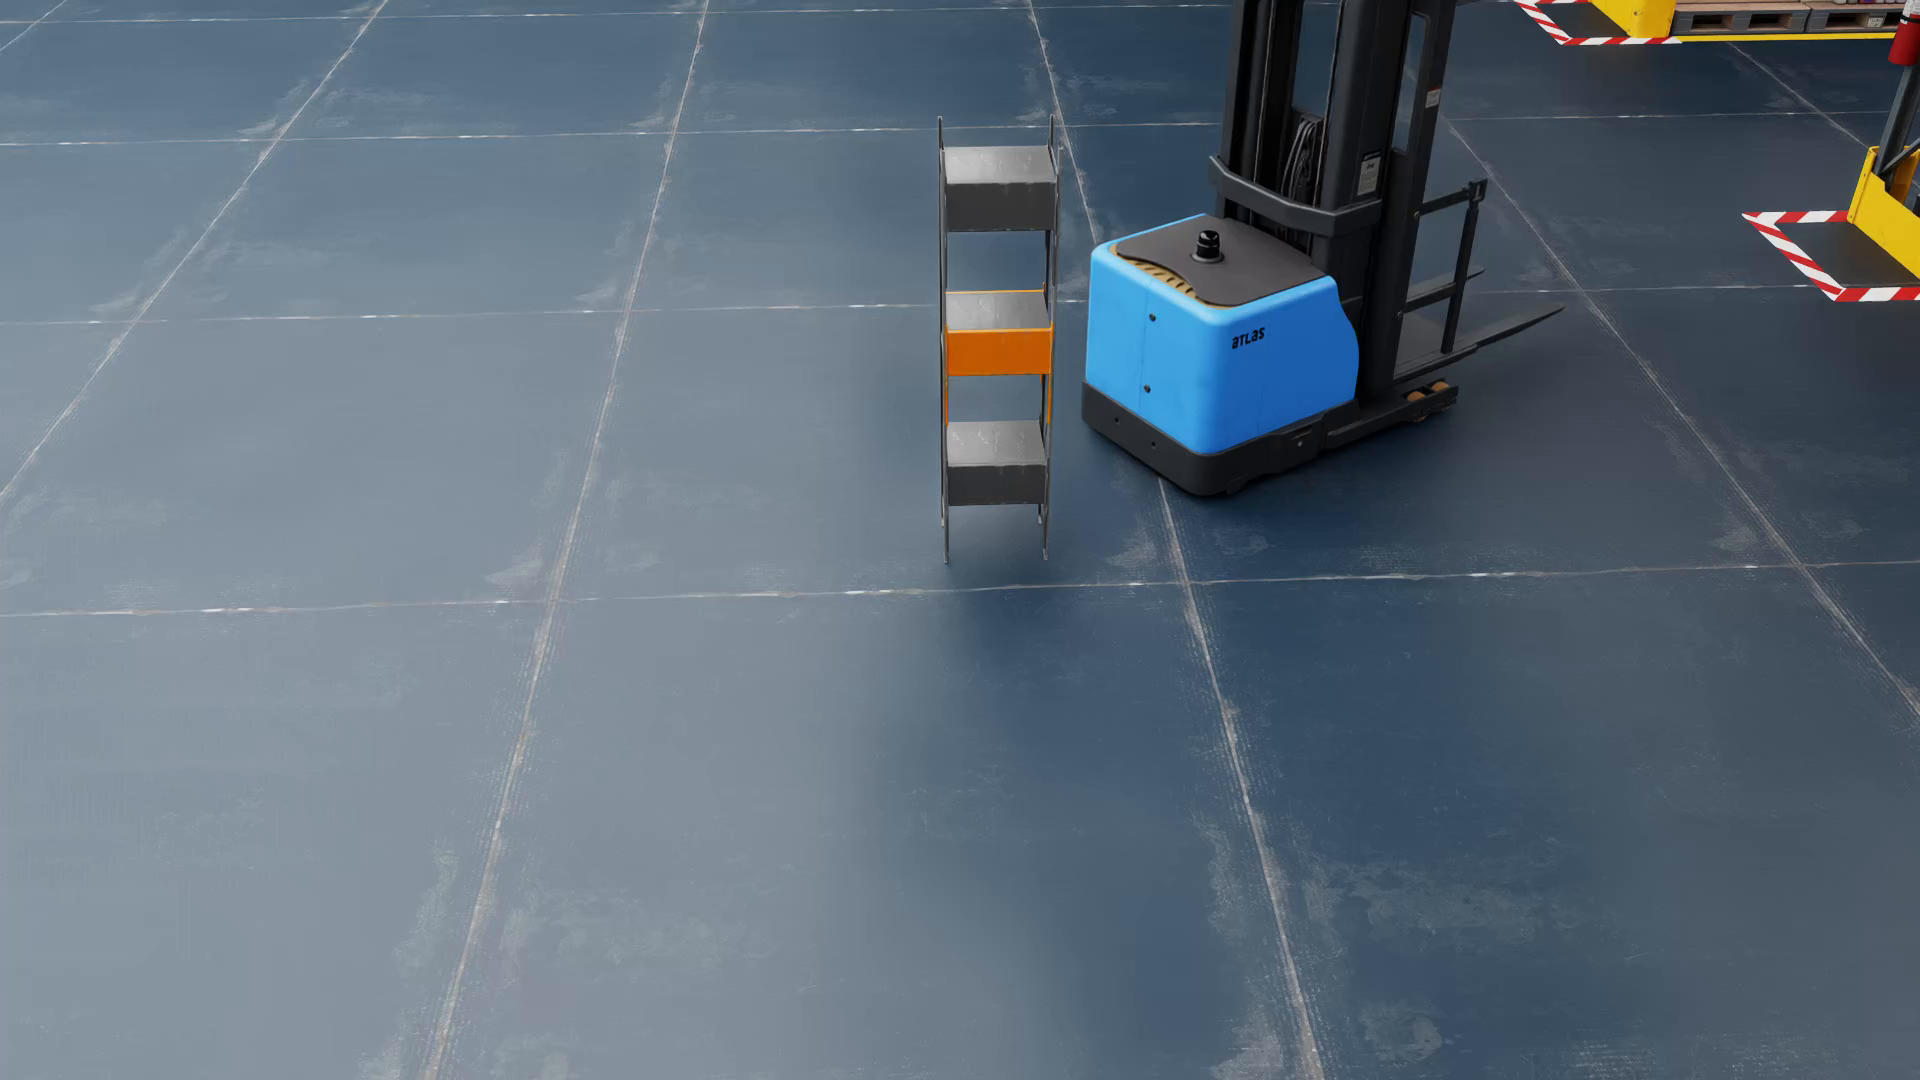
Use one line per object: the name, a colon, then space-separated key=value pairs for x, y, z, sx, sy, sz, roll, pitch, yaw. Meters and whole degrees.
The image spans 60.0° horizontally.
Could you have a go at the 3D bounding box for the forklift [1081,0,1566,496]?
forklift: x=2.163 y=-2.082 z=8.683 sx=3.031 sy=2.935 sz=1.130 roll=-21 pitch=40 yaw=-28

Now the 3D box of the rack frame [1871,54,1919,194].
rack frame: x=6.219 y=-3.139 z=10.150 sx=0.127 sy=3.000 sz=1.000 roll=-2 pitch=35 yaw=-2

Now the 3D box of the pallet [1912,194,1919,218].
pallet: x=7.109 y=-1.996 z=10.949 sx=1.213 sy=0.211 sz=1.003 roll=-2 pitch=35 yaw=-2

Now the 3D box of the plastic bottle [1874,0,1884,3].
plastic bottle: x=8.153 y=-4.895 z=14.697 sx=0.097 sy=0.271 sz=0.097 roll=0 pitch=35 yaw=0

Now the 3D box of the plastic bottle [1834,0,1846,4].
plastic bottle: x=7.811 y=-4.885 z=14.684 sx=0.097 sy=0.271 sz=0.097 roll=0 pitch=35 yaw=0

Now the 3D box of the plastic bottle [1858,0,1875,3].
plastic bottle: x=8.038 y=-4.886 z=14.674 sx=0.133 sy=0.283 sz=0.061 roll=-1 pitch=35 yaw=-1

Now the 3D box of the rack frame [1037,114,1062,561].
rack frame: x=0.409 y=-0.874 z=7.668 sx=0.015 sy=2.100 sz=0.400 roll=-2 pitch=35 yaw=-2

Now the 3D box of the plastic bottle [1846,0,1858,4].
plastic bottle: x=7.914 y=-4.859 z=14.708 sx=0.097 sy=0.201 sz=0.097 roll=0 pitch=35 yaw=0

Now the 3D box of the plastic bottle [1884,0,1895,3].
plastic bottle: x=8.253 y=-4.897 z=14.701 sx=0.097 sy=0.271 sz=0.097 roll=0 pitch=35 yaw=0

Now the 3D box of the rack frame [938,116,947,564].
rack frame: x=-0.078 y=-0.861 z=7.649 sx=0.015 sy=2.100 sz=0.400 roll=-2 pitch=35 yaw=-2

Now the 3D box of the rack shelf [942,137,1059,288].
rack shelf: x=0.165 y=-1.432 z=7.268 sx=0.480 sy=0.518 sz=0.431 roll=-2 pitch=35 yaw=-2

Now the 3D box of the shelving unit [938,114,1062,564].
shelving unit: x=0.165 y=-0.868 z=7.659 sx=0.503 sy=2.100 sz=0.431 roll=-2 pitch=35 yaw=-2

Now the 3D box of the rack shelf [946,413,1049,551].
rack shelf: x=0.165 y=-0.281 z=8.065 sx=0.480 sy=0.518 sz=0.431 roll=-2 pitch=35 yaw=-2

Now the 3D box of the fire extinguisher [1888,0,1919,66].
fire extinguisher: x=6.083 y=-3.366 z=10.546 sx=0.183 sy=0.674 sz=0.296 roll=-2 pitch=35 yaw=-2

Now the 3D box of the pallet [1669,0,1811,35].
pallet: x=6.870 y=-4.856 z=15.081 sx=1.213 sy=0.211 sz=1.003 roll=-2 pitch=35 yaw=-2

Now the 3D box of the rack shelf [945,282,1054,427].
rack shelf: x=0.165 y=-0.857 z=7.667 sx=0.480 sy=0.518 sz=0.431 roll=-2 pitch=35 yaw=-2

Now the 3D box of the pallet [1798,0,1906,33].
pallet: x=8.086 y=-4.887 z=15.126 sx=1.213 sy=0.211 sz=1.003 roll=-2 pitch=35 yaw=-2

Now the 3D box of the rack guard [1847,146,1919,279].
rack guard: x=6.295 y=-2.113 z=10.864 sx=0.348 sy=0.500 sz=1.175 roll=-2 pitch=35 yaw=-2

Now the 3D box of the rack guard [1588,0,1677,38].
rack guard: x=6.059 y=-4.955 z=14.971 sx=0.348 sy=0.500 sz=1.175 roll=-2 pitch=35 yaw=-2

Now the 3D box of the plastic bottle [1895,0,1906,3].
plastic bottle: x=8.352 y=-4.871 z=14.725 sx=0.097 sy=0.201 sz=0.097 roll=0 pitch=35 yaw=0
